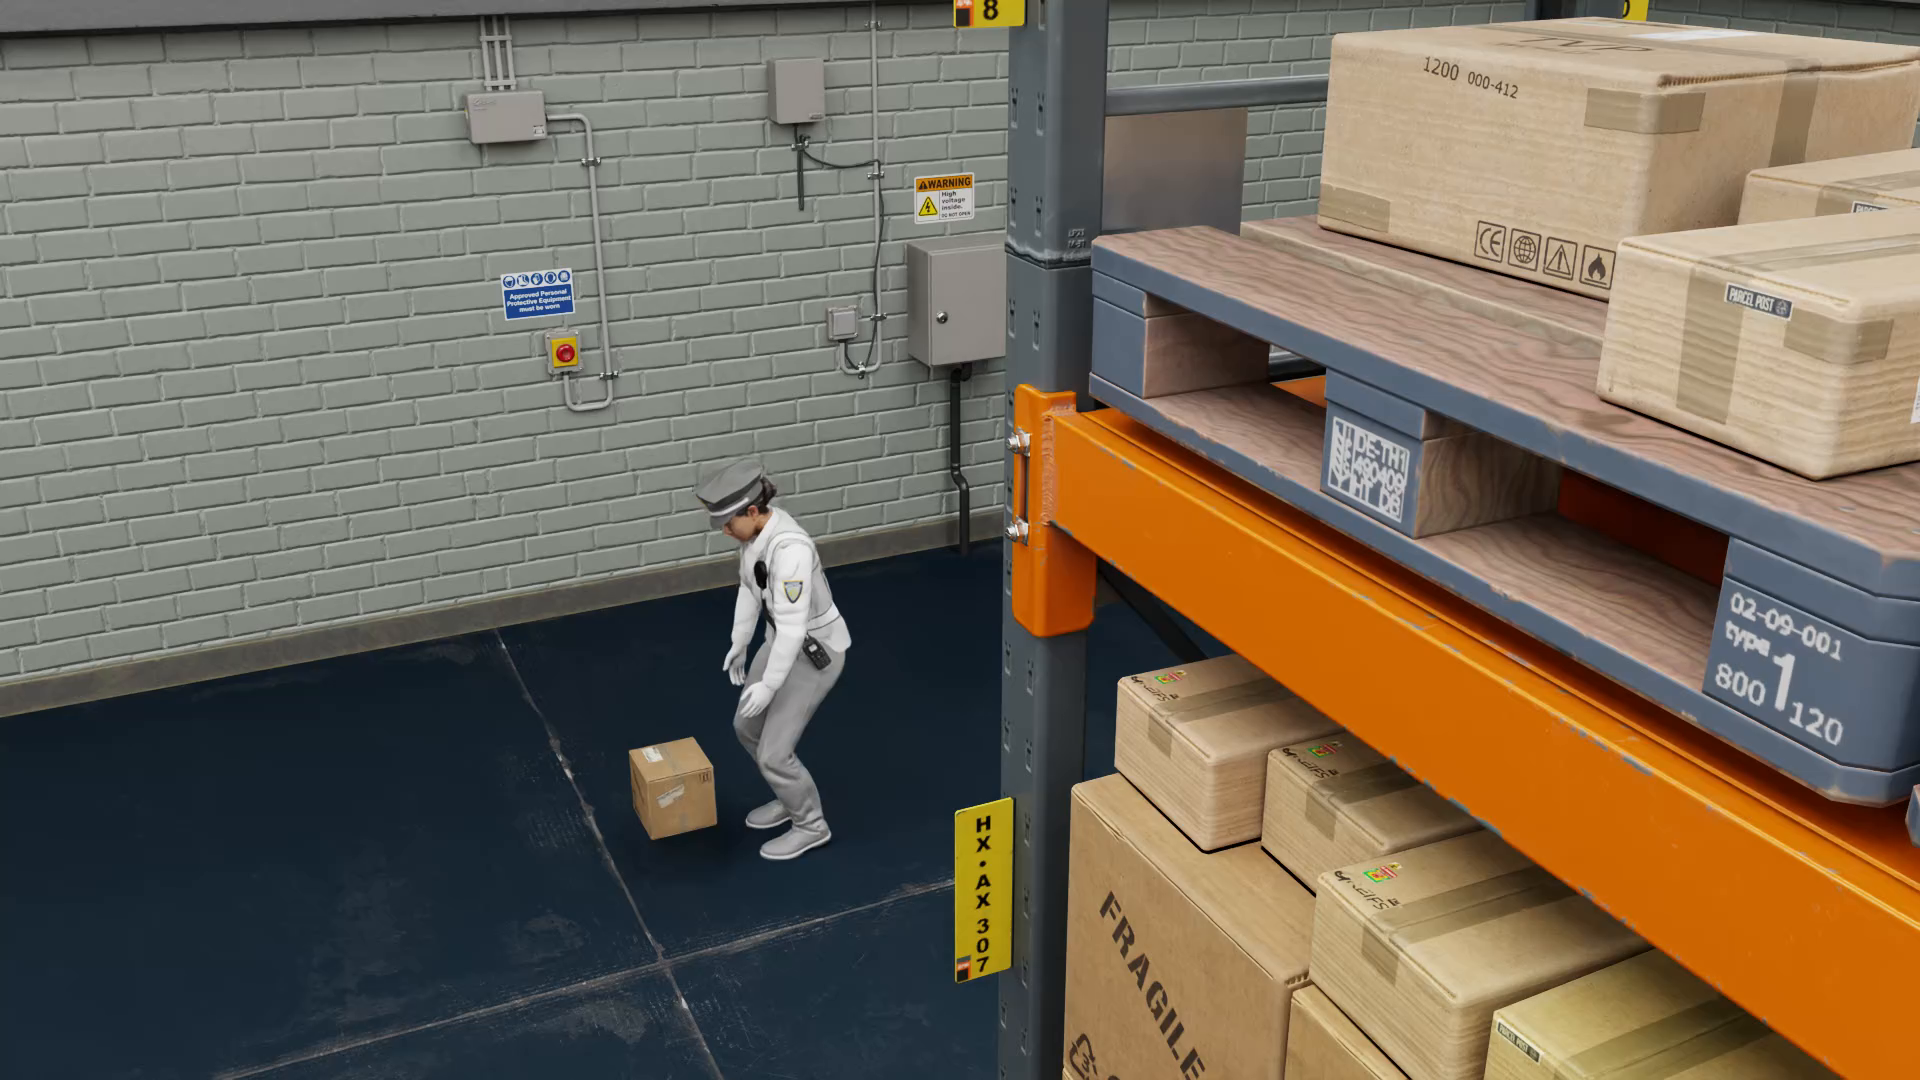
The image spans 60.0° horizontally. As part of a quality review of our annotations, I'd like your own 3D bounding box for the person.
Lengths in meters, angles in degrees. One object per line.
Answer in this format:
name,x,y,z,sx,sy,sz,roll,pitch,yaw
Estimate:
person,-0.651,0.451,6.178,0.496,1.535,0.520,-10,24,-23
